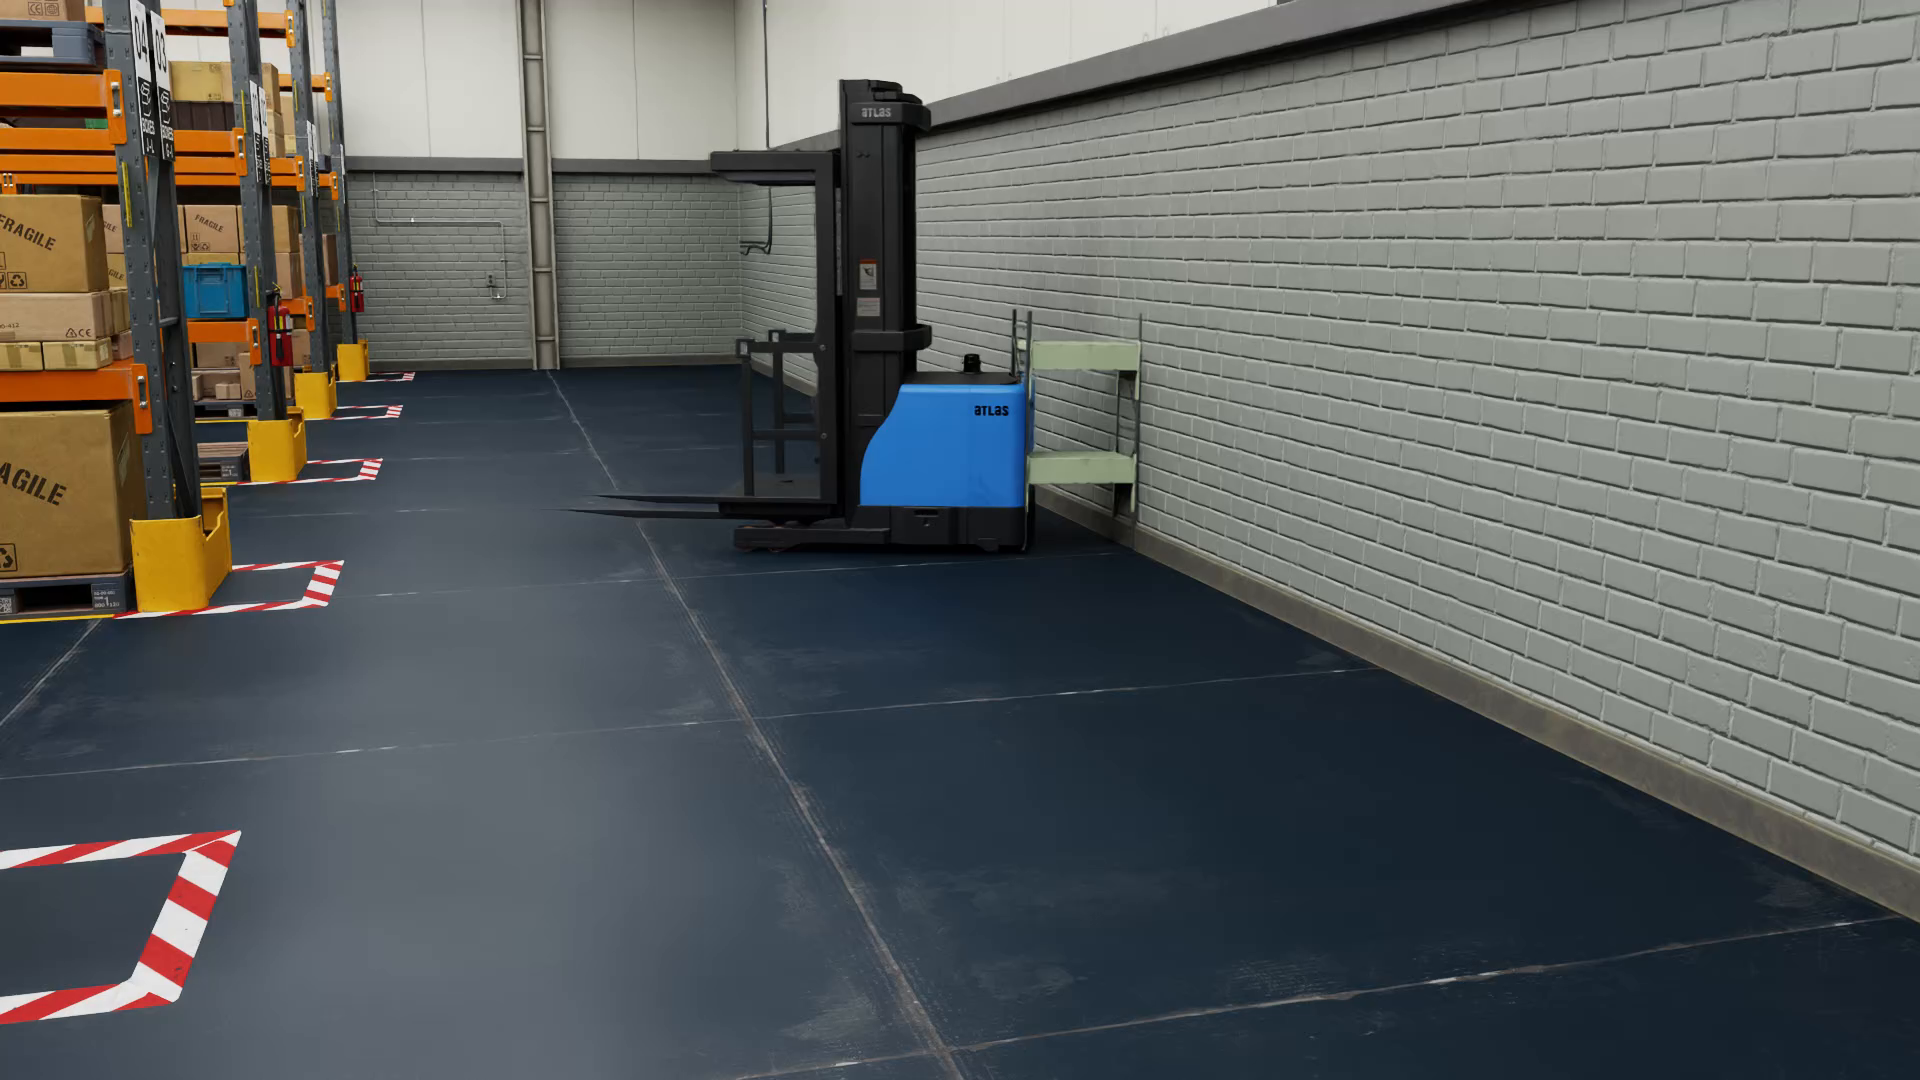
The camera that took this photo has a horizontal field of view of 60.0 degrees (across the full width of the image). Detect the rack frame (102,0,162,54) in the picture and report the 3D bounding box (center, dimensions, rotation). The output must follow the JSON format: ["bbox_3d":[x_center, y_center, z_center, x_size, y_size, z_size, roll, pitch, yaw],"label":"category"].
[{"bbox_3d":[-4.438,-4.141,8.687,0.127,3.000,1.000,-3,11,-16],"label":"rack frame"}]

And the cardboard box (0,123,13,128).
[{"bbox_3d":[-10.028,-4.365,17.221,0.500,0.250,0.500,-3,11,-16],"label":"cardboard box"}]

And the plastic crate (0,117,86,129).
[{"bbox_3d":[-7.366,-3.467,13.480,0.767,0.338,0.504,-3,11,-16],"label":"plastic crate"}]

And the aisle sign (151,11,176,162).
[{"bbox_3d":[-4.452,-2.525,9.297,0.004,0.787,0.394,-3,11,-16],"label":"aisle sign"}]

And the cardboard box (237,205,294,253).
[{"bbox_3d":[-7.553,-3.384,18.104,0.500,0.500,0.500,-3,11,-16],"label":"cardboard box"}]

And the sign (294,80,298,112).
[{"bbox_3d":[-7.067,-4.726,17.704,0.005,0.325,0.100,-3,11,-16],"label":"sign"}]

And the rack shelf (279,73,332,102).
[{"bbox_3d":[-10.511,-6.073,22.270,4.000,0.370,1.077,-3,11,-16],"label":"rack shelf"}]

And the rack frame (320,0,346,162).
[{"bbox_3d":[-8.591,-6.724,22.719,0.127,3.000,1.000,-3,11,-16],"label":"rack frame"}]

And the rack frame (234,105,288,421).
[{"bbox_3d":[-5.822,-2.052,13.907,0.127,3.000,1.000,-3,11,-16],"label":"rack frame"}]

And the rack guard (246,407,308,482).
[{"bbox_3d":[-5.803,-0.826,14.152,0.348,0.500,1.175,-3,11,-16],"label":"rack guard"}]

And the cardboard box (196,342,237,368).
[{"bbox_3d":[-10.198,-2.647,22.887,0.500,0.500,0.700,-3,11,-18],"label":"cardboard box"}]

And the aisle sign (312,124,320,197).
[{"bbox_3d":[-7.220,-4.246,18.646,0.004,0.787,0.394,-3,11,-16],"label":"aisle sign"}]

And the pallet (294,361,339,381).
[{"bbox_3d":[-9.337,-2.348,23.221,1.213,0.211,1.003,-3,11,-16],"label":"pallet"}]

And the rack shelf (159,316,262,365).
[{"bbox_3d":[-7.742,-1.597,13.422,4.000,0.370,1.077,-3,11,-16],"label":"rack shelf"}]

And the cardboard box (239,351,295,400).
[{"bbox_3d":[-7.656,-1.830,18.390,0.500,0.500,0.500,-3,11,-16],"label":"cardboard box"}]

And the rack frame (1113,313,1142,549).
[{"bbox_3d":[1.086,-0.716,10.744,0.023,1.500,0.400,-1,9,-13],"label":"rack frame"}]

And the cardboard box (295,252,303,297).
[{"bbox_3d":[-7.703,-2.986,18.703,0.500,0.500,0.500,-3,11,-15],"label":"cardboard box"}]

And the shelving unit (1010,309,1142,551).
[{"bbox_3d":[0.729,-0.711,10.661,0.755,1.500,0.431,-1,9,-13],"label":"shelving unit"}]

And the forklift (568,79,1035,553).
[{"bbox_3d":[-1.033,-1.455,10.857,3.031,2.935,1.130,1,10,5],"label":"forklift"}]

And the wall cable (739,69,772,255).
[{"bbox_3d":[-3.061,-5.421,24.217,0.112,2.526,3.097,-3,11,-16],"label":"wall cable"}]

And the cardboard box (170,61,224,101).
[{"bbox_3d":[-8.195,-4.890,18.000,0.500,0.500,0.700,-3,11,-16],"label":"cardboard box"}]

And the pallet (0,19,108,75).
[{"bbox_3d":[-5.147,-2.583,8.752,1.213,0.211,1.003,-3,11,-16],"label":"pallet"}]

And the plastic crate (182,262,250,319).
[{"bbox_3d":[-6.091,-2.049,13.630,0.499,0.435,0.616,-3,11,-16],"label":"plastic crate"}]

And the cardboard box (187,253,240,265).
[{"bbox_3d":[-8.054,-2.865,18.050,0.500,0.500,0.500,-3,11,-15],"label":"cardboard box"}]

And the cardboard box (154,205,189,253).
[{"bbox_3d":[-8.535,-3.331,17.817,0.500,0.500,0.500,-3,11,-14],"label":"cardboard box"}]

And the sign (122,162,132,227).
[{"bbox_3d":[-4.299,-1.782,8.587,0.005,0.325,0.100,-3,11,-16],"label":"sign"}]

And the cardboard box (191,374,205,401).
[{"bbox_3d":[-8.577,-1.664,18.179,0.500,0.250,0.500,-3,11,-16],"label":"cardboard box"}]

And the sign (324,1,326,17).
[{"bbox_3d":[-8.453,-7.128,22.111,0.005,0.325,0.100,-3,11,-16],"label":"sign"}]

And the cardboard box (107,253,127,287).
[{"bbox_3d":[-9.019,-2.816,17.780,0.500,0.500,0.500,-3,11,-17],"label":"cardboard box"}]

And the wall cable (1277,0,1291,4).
[{"bbox_3d":[1.955,-5.410,6.695,0.120,5.999,2.277,-3,11,-16],"label":"wall cable"}]

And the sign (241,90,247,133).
[{"bbox_3d":[-5.653,-3.381,13.130,0.005,0.325,0.100,-3,11,-16],"label":"sign"}]

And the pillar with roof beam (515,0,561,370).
[{"bbox_3d":[-5.037,-6.263,20.212,0.400,9.000,9.100,-3,11,-16],"label":"pillar with roof beam"}]

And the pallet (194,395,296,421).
[{"bbox_3d":[-8.041,-1.497,18.597,1.213,0.211,1.003,-3,11,-16],"label":"pallet"}]

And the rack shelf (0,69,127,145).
[{"bbox_3d":[-6.358,-2.211,8.474,4.000,0.370,1.077,-3,11,-16],"label":"rack shelf"}]

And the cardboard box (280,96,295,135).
[{"bbox_3d":[-9.218,-5.715,22.430,0.500,0.500,0.500,-3,11,-16],"label":"cardboard box"}]

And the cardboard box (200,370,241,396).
[{"bbox_3d":[-8.284,-1.774,18.775,0.500,0.250,0.500,-3,11,-16],"label":"cardboard box"}]

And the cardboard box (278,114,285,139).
[{"bbox_3d":[-7.769,-4.580,18.386,0.500,0.250,0.500,-3,11,-16],"label":"cardboard box"}]

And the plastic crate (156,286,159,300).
[{"bbox_3d":[-6.783,-2.010,13.979,0.300,0.233,0.416,-3,11,-16],"label":"plastic crate"}]

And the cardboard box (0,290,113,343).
[{"bbox_3d":[-4.829,-1.193,8.833,0.500,0.250,0.500,-3,11,-17],"label":"cardboard box"}]

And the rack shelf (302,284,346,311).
[{"bbox_3d":[-10.511,-3.319,22.777,4.000,0.370,1.077,-3,11,-16],"label":"rack shelf"}]

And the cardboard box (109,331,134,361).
[{"bbox_3d":[-4.871,-1.107,9.467,0.250,0.149,0.380,-3,11,-15],"label":"cardboard box"}]

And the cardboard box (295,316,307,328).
[{"bbox_3d":[-9.171,-3.058,23.328,0.250,0.149,0.380,-3,11,-16],"label":"cardboard box"}]

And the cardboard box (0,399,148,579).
[{"bbox_3d":[-5.030,-0.306,9.133,0.875,0.875,0.875,-3,11,-16],"label":"cardboard box"}]

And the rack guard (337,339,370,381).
[{"bbox_3d":[-8.568,-2.546,23.495,0.348,0.500,1.175,-3,11,-16],"label":"rack guard"}]

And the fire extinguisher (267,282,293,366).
[{"bbox_3d":[-5.550,-1.759,13.560,0.183,0.674,0.296,-3,11,-16],"label":"fire extinguisher"}]

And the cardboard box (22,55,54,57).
[{"bbox_3d":[-9.589,-4.785,17.431,0.500,0.500,0.700,-3,11,-16],"label":"cardboard box"}]

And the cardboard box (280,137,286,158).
[{"bbox_3d":[-7.767,-4.333,18.426,0.500,0.250,0.500,-3,11,-16],"label":"cardboard box"}]

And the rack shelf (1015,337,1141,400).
[{"bbox_3d":[0.738,-1.096,10.599,0.720,0.370,0.431,-1,9,-13],"label":"rack shelf"}]

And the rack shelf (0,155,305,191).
[{"bbox_3d":[-9.123,-3.933,17.829,4.000,0.370,1.077,-3,11,-16],"label":"rack shelf"}]

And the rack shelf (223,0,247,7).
[{"bbox_3d":[-7.742,-4.350,12.915,4.000,0.370,1.077,-3,11,-16],"label":"rack shelf"}]

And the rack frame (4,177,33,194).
[{"bbox_3d":[-12.432,-3.572,22.162,0.127,3.000,1.000,-3,11,-16],"label":"rack frame"}]

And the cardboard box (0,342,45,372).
[{"bbox_3d":[-4.937,-0.979,8.771,0.250,0.149,0.380,-3,11,-15],"label":"cardboard box"}]

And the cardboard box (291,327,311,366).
[{"bbox_3d":[-9.235,-2.698,23.163,0.500,0.500,0.700,-3,11,-16],"label":"cardboard box"}]

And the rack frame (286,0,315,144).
[{"bbox_3d":[-7.203,-5.863,18.042,0.127,3.000,1.000,-3,11,-16],"label":"rack frame"}]

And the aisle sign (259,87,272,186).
[{"bbox_3d":[-5.836,-3.386,13.972,0.004,0.787,0.394,-3,11,-16],"label":"aisle sign"}]
